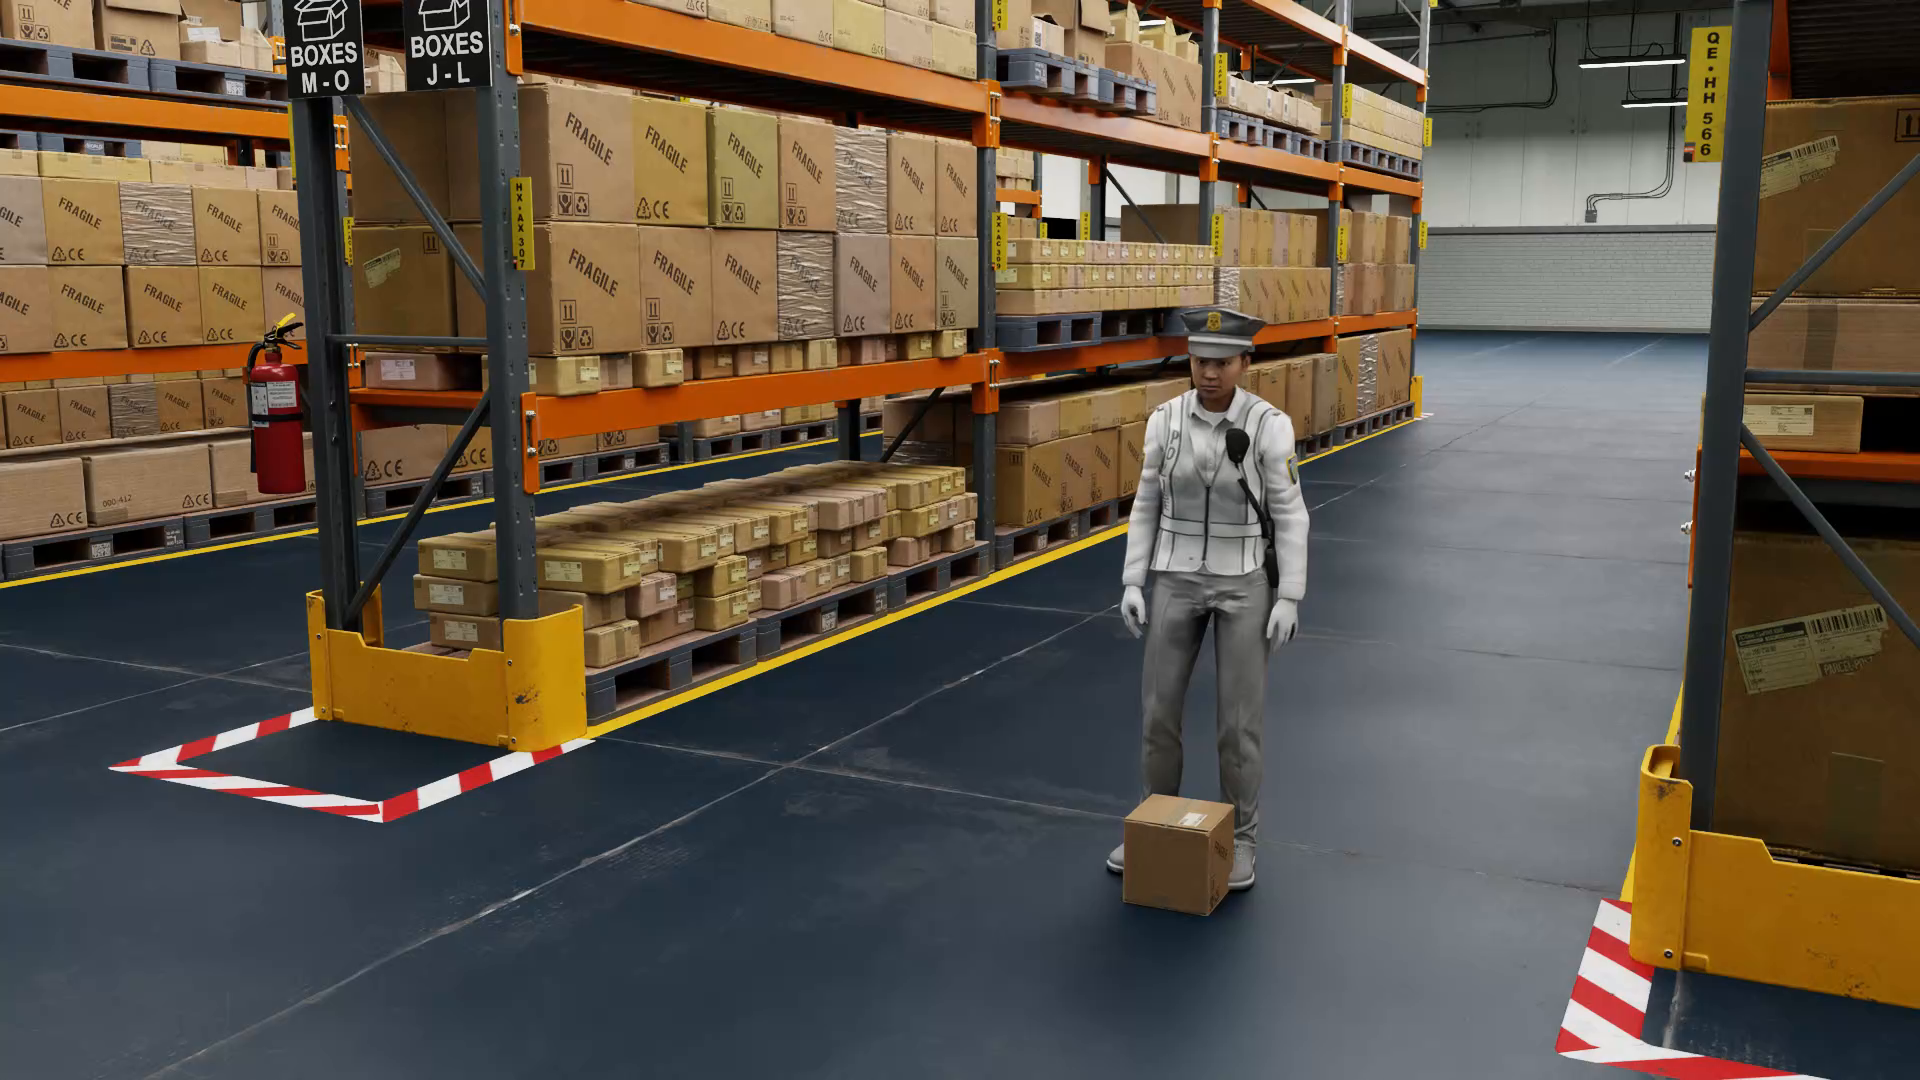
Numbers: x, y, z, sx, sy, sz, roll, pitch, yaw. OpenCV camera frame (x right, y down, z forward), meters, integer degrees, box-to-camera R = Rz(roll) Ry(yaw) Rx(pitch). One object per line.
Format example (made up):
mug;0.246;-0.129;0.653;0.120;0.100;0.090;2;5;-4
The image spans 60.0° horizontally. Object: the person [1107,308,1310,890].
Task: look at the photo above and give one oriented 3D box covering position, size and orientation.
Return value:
person;0.733;0.162;4.846;0.547;1.667;0.369;4;10;23
